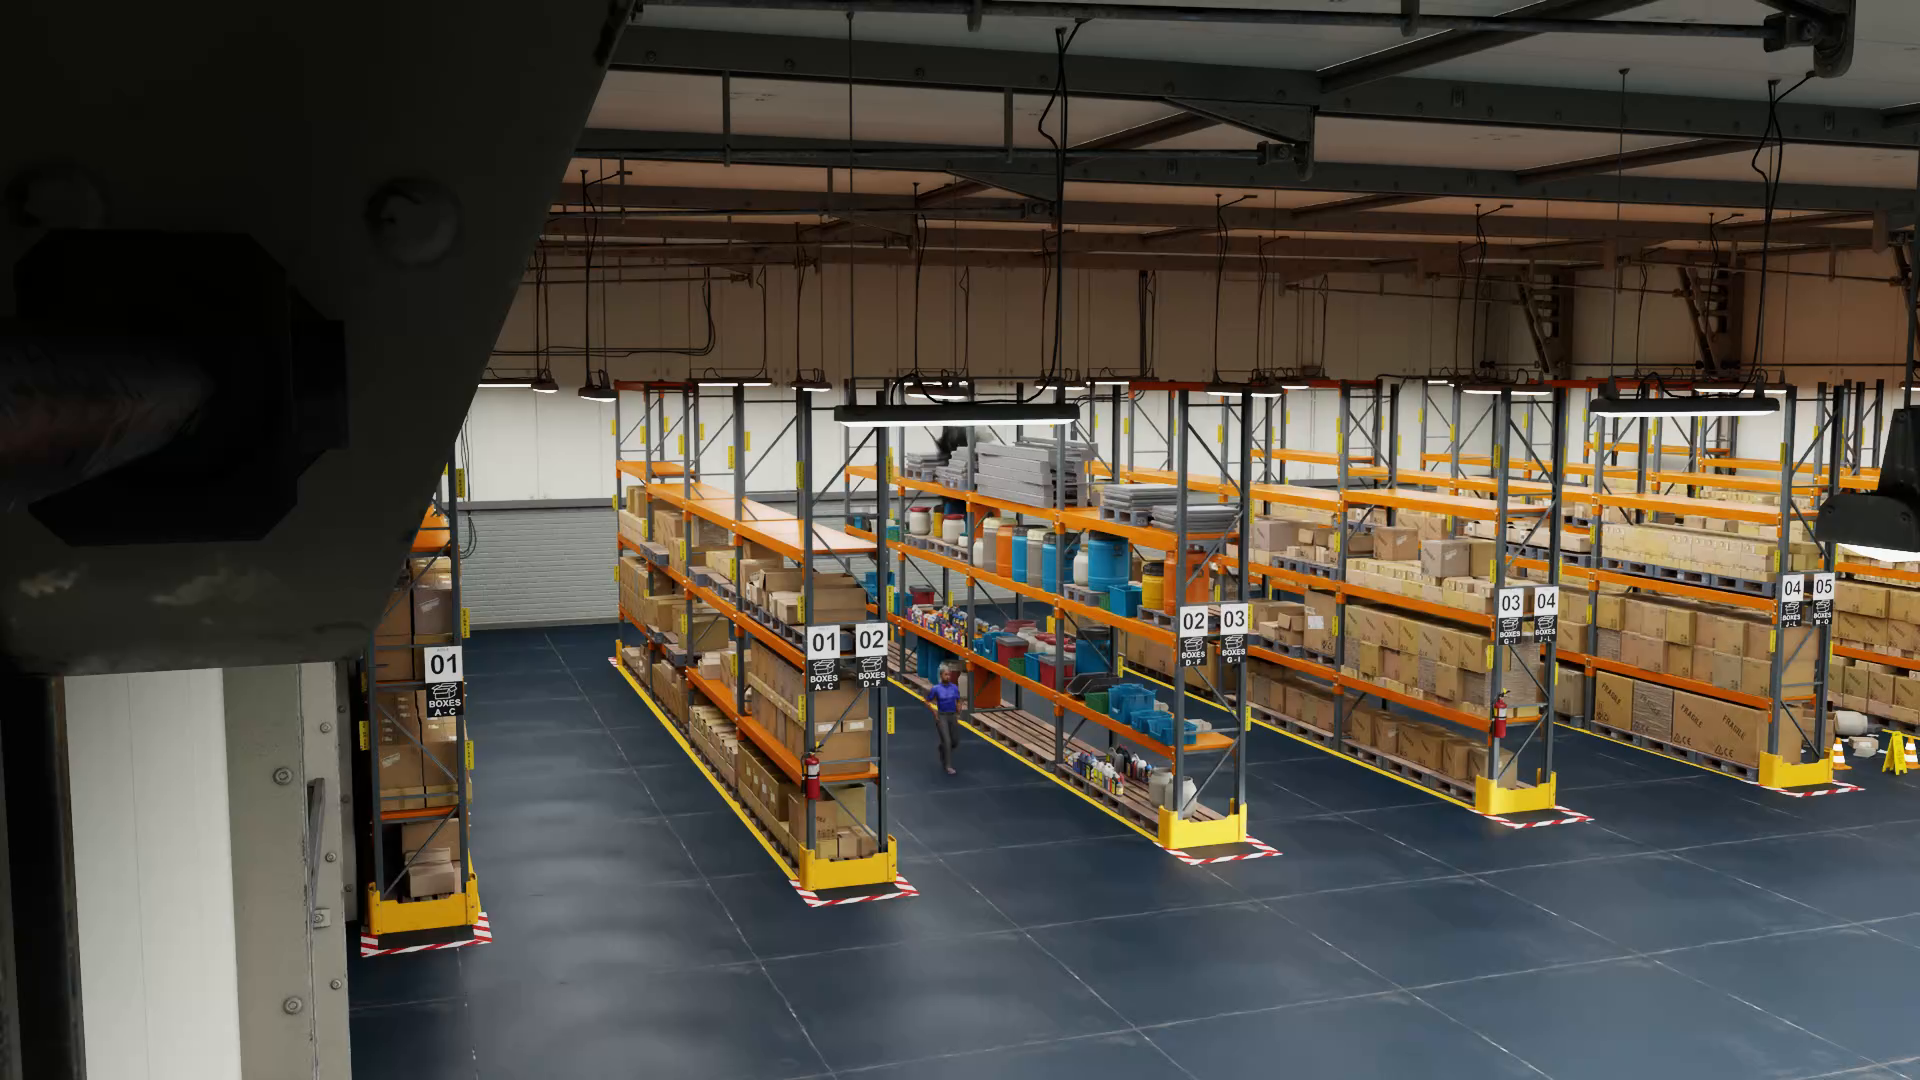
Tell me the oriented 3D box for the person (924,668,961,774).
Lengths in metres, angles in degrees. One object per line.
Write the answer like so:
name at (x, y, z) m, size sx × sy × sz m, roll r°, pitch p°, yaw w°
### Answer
person at (-0.241, 2.792, 25.895) m, size 0.584 × 1.613 × 0.730 m, roll -3°, pitch 7°, yaw -26°

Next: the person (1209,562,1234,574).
person at (6.250, 1.183, 40.492) m, size 0.720 × 1.800 × 0.696 m, roll 5°, pitch 8°, yaw 38°
